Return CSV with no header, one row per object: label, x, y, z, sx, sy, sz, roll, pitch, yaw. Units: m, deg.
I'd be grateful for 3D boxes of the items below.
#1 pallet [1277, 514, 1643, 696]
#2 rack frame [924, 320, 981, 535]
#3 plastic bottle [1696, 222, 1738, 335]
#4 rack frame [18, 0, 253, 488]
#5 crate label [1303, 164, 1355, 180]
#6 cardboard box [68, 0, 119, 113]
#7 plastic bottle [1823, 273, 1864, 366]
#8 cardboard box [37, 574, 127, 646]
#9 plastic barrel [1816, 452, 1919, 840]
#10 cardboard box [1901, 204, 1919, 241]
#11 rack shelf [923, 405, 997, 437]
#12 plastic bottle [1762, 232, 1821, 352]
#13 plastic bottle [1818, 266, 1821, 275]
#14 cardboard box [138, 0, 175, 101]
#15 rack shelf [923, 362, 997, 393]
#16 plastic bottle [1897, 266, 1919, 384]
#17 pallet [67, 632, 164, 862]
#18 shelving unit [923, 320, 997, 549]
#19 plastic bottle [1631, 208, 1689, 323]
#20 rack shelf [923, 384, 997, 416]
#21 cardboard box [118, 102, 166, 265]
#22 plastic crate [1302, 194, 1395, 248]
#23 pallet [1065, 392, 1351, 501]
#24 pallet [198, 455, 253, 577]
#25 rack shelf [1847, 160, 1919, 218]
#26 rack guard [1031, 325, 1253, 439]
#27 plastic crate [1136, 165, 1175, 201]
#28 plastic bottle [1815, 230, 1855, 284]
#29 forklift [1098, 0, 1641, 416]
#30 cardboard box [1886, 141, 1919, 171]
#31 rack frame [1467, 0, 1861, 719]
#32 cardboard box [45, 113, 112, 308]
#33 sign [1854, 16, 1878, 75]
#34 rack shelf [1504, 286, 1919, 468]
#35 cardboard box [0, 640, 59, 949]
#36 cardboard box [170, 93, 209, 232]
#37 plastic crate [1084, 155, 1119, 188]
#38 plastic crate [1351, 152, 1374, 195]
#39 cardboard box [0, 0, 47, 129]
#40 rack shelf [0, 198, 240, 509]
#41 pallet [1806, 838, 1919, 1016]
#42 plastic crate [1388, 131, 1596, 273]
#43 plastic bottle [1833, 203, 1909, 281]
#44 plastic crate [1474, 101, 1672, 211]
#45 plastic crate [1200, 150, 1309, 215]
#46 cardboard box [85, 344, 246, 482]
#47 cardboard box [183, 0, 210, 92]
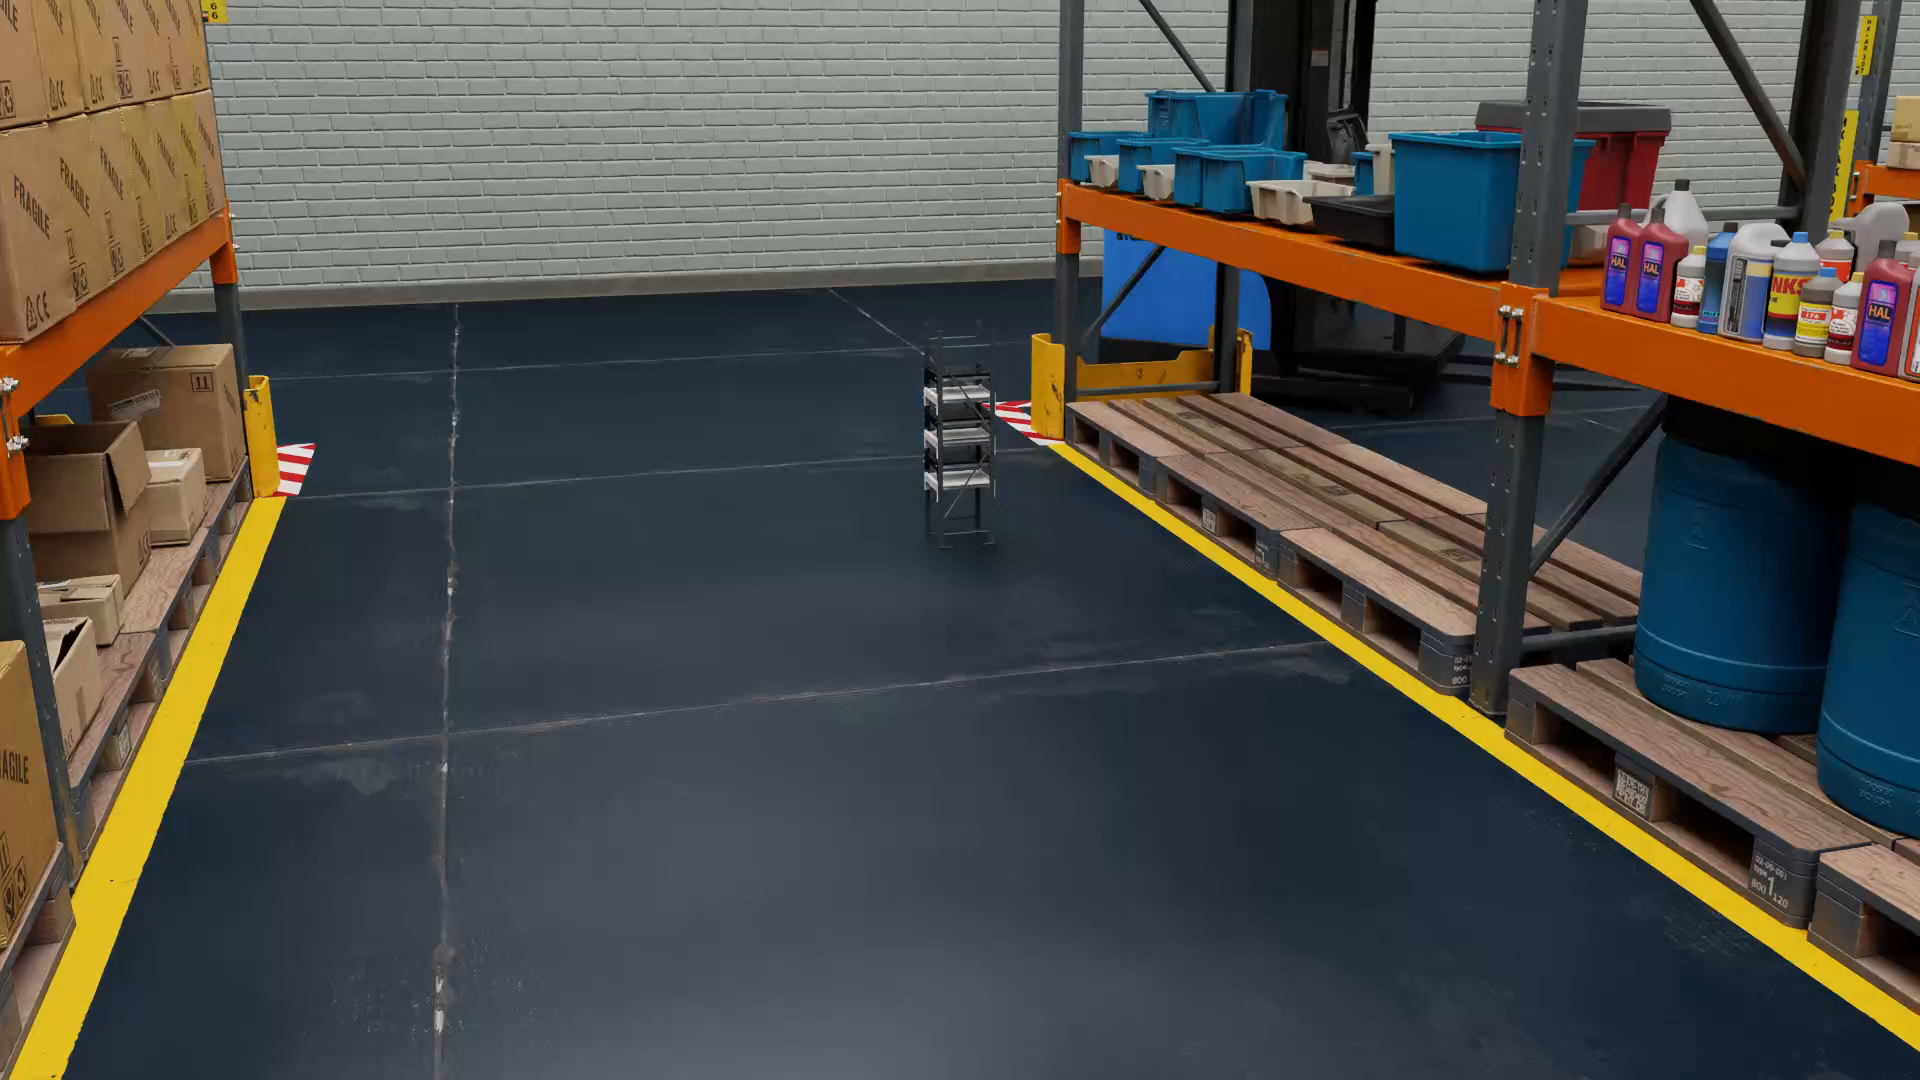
pallet,1.854,0.193,5.941,1.003,0.211,1.213,-5,17,-15
rack frame,-0.030,-0.461,6.924,0.240,0.900,0.006,-5,17,-15
plastic bottle,1.897,-0.651,4.128,0.097,0.271,0.097,0,17,0
rack frame,-3.769,-1.658,7.256,1.000,3.000,0.127,-5,17,-15
crate label,1.558,-1.583,7.362,0.396,0.136,0.243,-5,17,-15
cardboard box,-2.812,-1.515,4.871,0.500,0.500,0.500,-5,17,-17
plastic bottle,2.014,-0.499,3.745,0.097,0.201,0.097,0,17,0
cardboard box,-2.825,0.223,5.155,0.380,0.166,0.250,-5,17,-15
plastic barrel,2.421,0.210,3.957,0.600,0.901,0.708,-5,17,-15
cardboard box,6.009,-1.453,9.537,0.875,0.875,0.875,-5,17,-15
rack shelf,-0.002,-0.488,6.814,0.258,0.077,0.200,-5,17,-15
plastic bottle,1.961,-0.587,3.914,0.097,0.271,0.097,0,17,0
plastic bottle,2.070,-0.602,4.088,0.097,0.201,0.097,0,17,0
cardboard box,-3.096,-1.800,5.819,0.500,0.500,0.500,-4,17,-14
rack shelf,-0.002,-0.660,6.762,0.258,0.077,0.200,-5,17,-15
plastic bottle,2.109,-0.468,3.512,0.152,0.276,0.135,-5,17,-15
pallet,-2.858,0.594,4.607,1.003,0.211,1.213,-5,17,-15
shelving unit,-0.002,-0.433,6.830,0.258,0.900,0.210,-5,17,-15
plastic bottle,1.821,-0.714,4.317,0.061,0.283,0.133,-5,17,-15
rack shelf,-0.002,-0.574,6.788,0.258,0.077,0.200,-5,17,-15
cardboard box,-2.968,-1.182,5.499,0.500,0.500,0.500,-5,17,-16
plastic crate,1.528,-1.127,5.864,0.437,0.125,0.590,-5,17,-15
pallet,1.184,-0.482,8.188,1.003,0.211,1.213,-5,17,-15
pallet,-3.529,-0.081,6.854,1.003,0.211,1.213,-5,17,-15
rack shelf,6.306,-1.542,8.122,1.077,0.370,4.000,-5,17,-15
rack guard,0.975,-0.857,8.935,1.175,0.500,0.348,-5,17,-15
plastic crate,0.941,-1.573,7.330,0.250,0.136,0.298,-5,17,-15
plastic bottle,2.398,-0.748,4.574,0.097,0.201,0.097,0,17,0
forklift,2.388,-2.264,9.393,3.031,2.935,1.130,8,18,24
cardboard box,5.537,-2.195,9.483,0.380,0.149,0.250,-4,17,-15
rack frame,2.094,-0.942,4.873,1.000,3.000,0.127,-5,17,-15
cardboard box,-2.692,-0.903,4.570,0.500,0.500,0.500,-4,17,-14
sign,5.221,-2.850,9.584,0.100,0.325,0.005,-5,17,-15
rack shelf,2.643,-0.044,3.135,1.077,0.370,4.000,-5,17,-15
cardboard box,-2.259,0.549,3.490,0.500,0.500,0.500,-5,17,-16
cardboard box,-3.239,-1.460,6.424,0.500,0.500,0.500,-5,17,-15
plastic crate,0.754,-1.761,7.955,0.250,0.136,0.298,-5,17,-15
plastic crate,1.805,-1.449,6.748,0.416,0.233,0.300,-5,17,-15
cardboard box,-2.529,-1.231,3.923,0.500,0.500,0.500,-4,17,-14
rack shelf,-3.220,-0.760,5.518,1.077,0.370,4.000,-5,17,-15
pallet,2.604,0.949,3.427,1.003,0.211,1.213,-5,17,-15
plastic crate,1.637,-1.065,5.207,0.392,0.384,0.575,-5,17,-15
plastic bottle,2.513,-0.799,4.613,0.152,0.276,0.135,-5,17,-15
plastic crate,2.089,-1.268,5.744,0.402,0.464,0.583,-5,17,-15
plastic crate,1.190,-1.455,6.769,0.416,0.233,0.300,-5,17,-15
cardboard box,-3.383,-0.540,7.117,0.500,0.500,0.500,-5,17,-15
cardboard box,-3.383,-2.083,6.761,0.500,0.500,0.500,-5,17,-16
